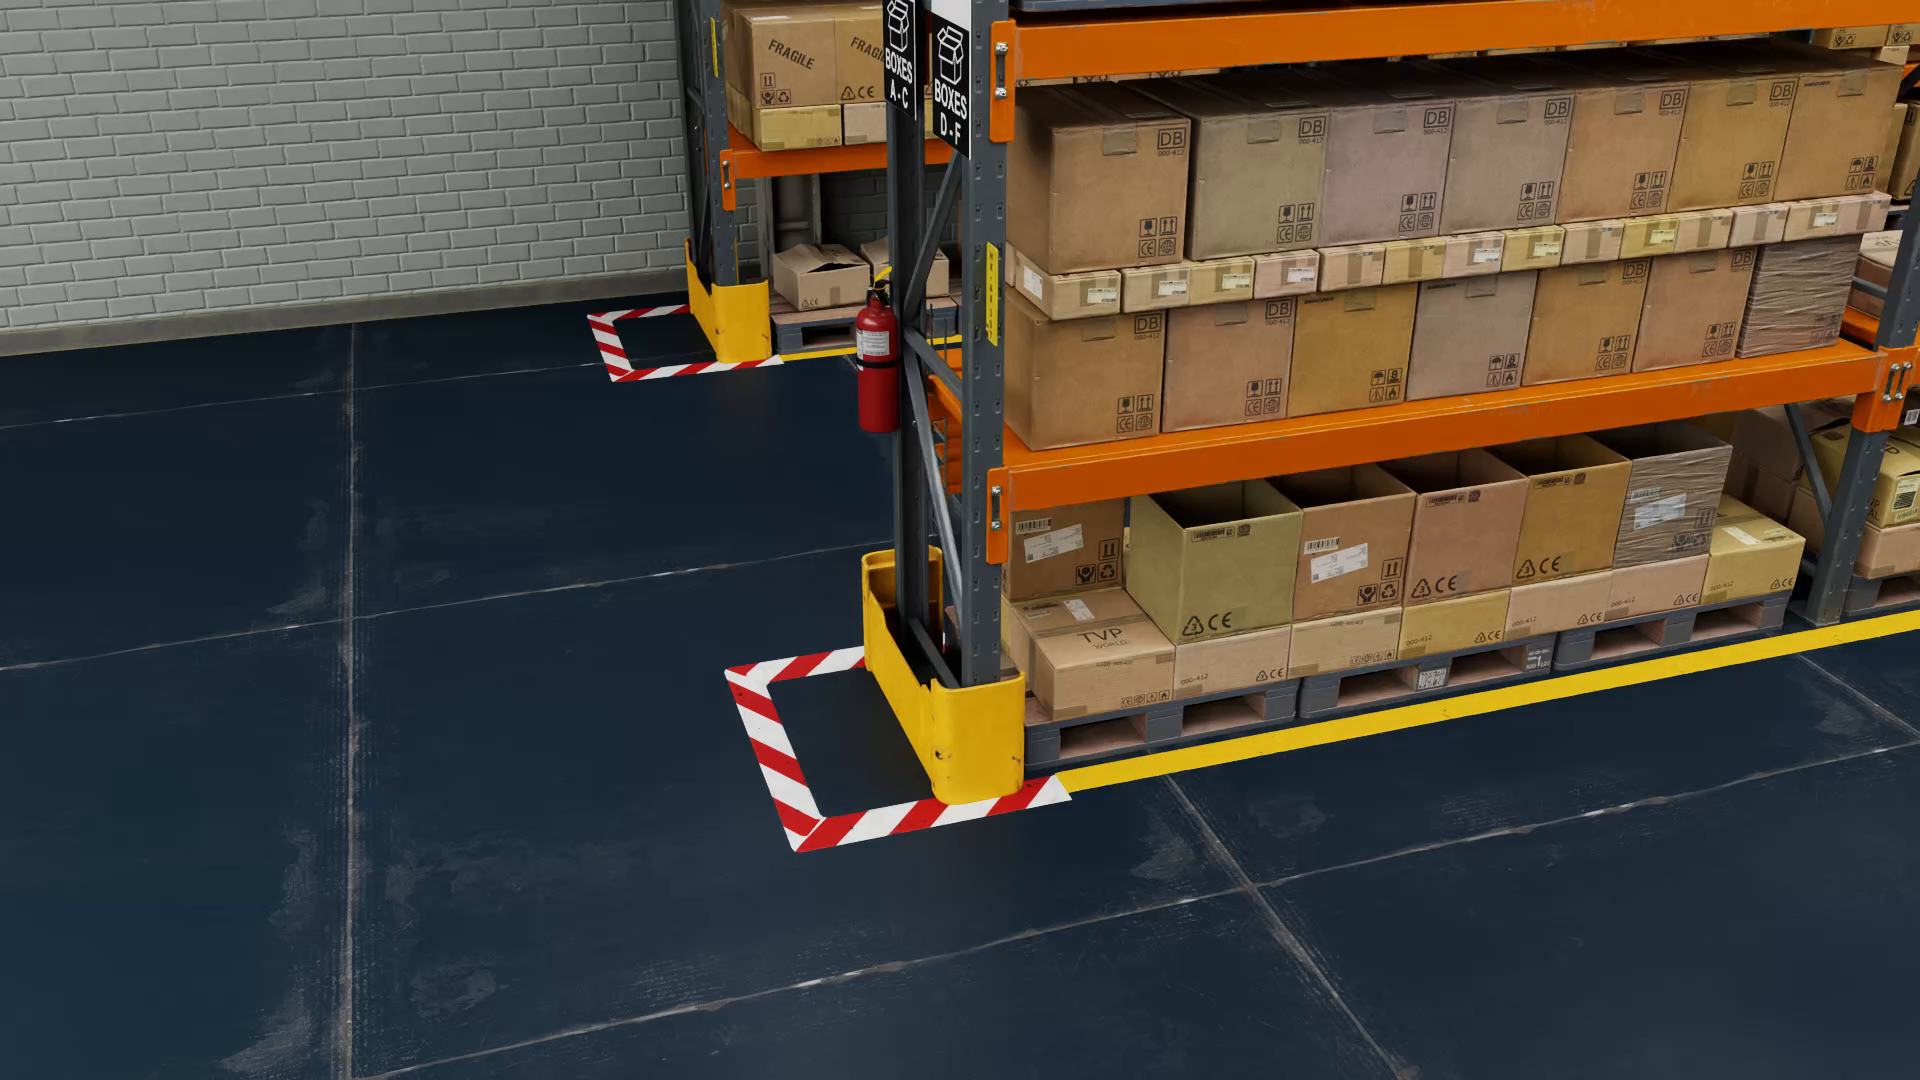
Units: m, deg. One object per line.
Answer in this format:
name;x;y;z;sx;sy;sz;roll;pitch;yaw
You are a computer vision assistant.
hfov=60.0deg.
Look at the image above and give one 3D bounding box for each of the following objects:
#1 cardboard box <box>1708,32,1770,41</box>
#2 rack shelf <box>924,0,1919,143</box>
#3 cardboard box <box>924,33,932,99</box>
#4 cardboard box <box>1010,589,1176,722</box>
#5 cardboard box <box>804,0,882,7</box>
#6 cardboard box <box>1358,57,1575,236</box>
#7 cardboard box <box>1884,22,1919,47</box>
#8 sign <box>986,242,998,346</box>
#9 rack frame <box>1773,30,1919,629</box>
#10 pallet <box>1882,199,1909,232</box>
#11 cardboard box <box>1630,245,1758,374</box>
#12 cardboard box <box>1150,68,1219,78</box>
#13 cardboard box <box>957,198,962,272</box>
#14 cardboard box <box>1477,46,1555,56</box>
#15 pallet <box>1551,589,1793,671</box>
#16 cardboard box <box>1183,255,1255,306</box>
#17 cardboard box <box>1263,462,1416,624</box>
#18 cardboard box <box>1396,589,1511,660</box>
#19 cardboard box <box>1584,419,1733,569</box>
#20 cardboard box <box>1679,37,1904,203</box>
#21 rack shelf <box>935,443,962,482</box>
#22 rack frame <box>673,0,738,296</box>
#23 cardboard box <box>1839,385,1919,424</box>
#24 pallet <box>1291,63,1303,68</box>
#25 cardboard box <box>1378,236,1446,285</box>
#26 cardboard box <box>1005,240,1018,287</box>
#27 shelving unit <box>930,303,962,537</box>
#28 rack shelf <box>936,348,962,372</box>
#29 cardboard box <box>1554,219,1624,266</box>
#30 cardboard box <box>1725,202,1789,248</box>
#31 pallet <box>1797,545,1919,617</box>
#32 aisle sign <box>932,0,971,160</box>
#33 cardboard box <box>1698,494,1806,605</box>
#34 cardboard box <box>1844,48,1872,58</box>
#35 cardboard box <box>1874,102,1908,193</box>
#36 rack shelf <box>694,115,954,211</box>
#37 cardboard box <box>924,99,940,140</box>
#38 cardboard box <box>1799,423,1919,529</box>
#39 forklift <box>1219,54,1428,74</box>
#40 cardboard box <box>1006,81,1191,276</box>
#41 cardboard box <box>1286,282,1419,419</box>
cardboard box;5.564;-3.983;12.292;0.500;0.500;0.700;-12;29;-22
rack shelf;1.840;-1.911;6.162;4.000;0.370;1.077;-8;28;-16
cardboard box;-0.086;-3.057;10.337;0.500;0.500;0.500;-9;28;-18
cardboard box;0.517;0.450;6.591;0.500;0.250;0.500;-8;28;-16
cardboard box;-0.735;-3.206;10.637;0.500;0.500;0.500;-8;27;-15
cardboard box;1.890;-1.520;6.367;0.500;0.500;0.700;-8;28;-16
cardboard box;7.049;-4.024;12.512;0.500;0.500;0.500;-7;27;-14
sign;0.104;-0.802;5.429;0.005;0.325;0.100;-8;28;-16
rack frame;3.742;-1.165;7.223;0.127;3.000;1.000;-8;28;-16
pallet;6.780;-2.637;13.325;1.213;0.211;1.003;-8;28;-16
cardboard box;2.822;-1.071;6.921;0.500;0.500;0.700;-9;28;-17
cardboard box;1.377;-3.270;10.766;0.500;0.500;0.500;-8;28;-16
cardboard box;0.341;-2.001;11.224;0.500;0.500;0.700;-10;28;-19
cardboard box;3.848;-3.734;11.791;0.500;0.500;0.700;-5;27;-9
pallet;2.972;0.176;7.658;1.213;0.211;1.003;-8;28;-16
cardboard box;0.866;-0.984;6.016;0.250;0.149;0.380;-8;28;-16
cardboard box;1.463;-0.030;6.714;0.500;0.500;0.500;-8;28;-16
cardboard box;1.944;0.244;7.006;0.500;0.250;0.500;-8;28;-16
cardboard box;2.889;-0.237;7.131;0.500;0.500;0.500;-8;28;-16
cardboard box;3.322;-1.727;6.784;0.500;0.500;0.700;-8;28;-16
rack shelf;-0.014;-0.388;8.052;0.180;0.103;0.258;-8;28;-16
rack frame;-1.599;-2.708;10.332;0.127;3.000;1.000;-8;28;-16
cardboard box;4.531;-0.624;8.123;0.500;0.311;0.500;-7;27;-15
pallet;2.976;-3.217;11.572;1.213;0.211;1.003;-8;28;-16
cardboard box;1.602;-1.091;6.232;0.250;0.149;0.380;-9;28;-17
cardboard box;0.242;-1.083;6.216;0.250;0.149;0.380;-9;28;-17
shelving unit;-0.014;-0.535;7.979;0.189;1.200;0.258;-8;28;-16
rack shelf;-0.014;-0.818;7.839;0.180;0.103;0.258;-8;28;-16
cardboard box;2.342;-1.198;6.448;0.250;0.149;0.380;-7;27;-15
cardboard box;3.065;-1.302;6.657;0.250;0.149;0.380;-9;28;-18
pallet;4.430;-0.034;8.081;1.213;0.211;1.003;-8;28;-16
aisle sign;-0.029;-1.640;5.257;0.004;0.787;0.394;-8;28;-16
cardboard box;3.368;0.035;7.427;0.500;0.250;0.500;-8;28;-16
cardboard box;6.634;-3.685;12.559;0.250;0.149;0.380;-8;27;-15
cardboard box;6.747;-3.081;13.028;0.750;0.750;0.750;-9;28;-17
rack shelf;0.302;-2.661;11.046;4.000;0.370;1.077;-8;28;-16
cardboard box;-0.062;-2.728;10.518;0.500;0.250;0.500;-9;28;-17
cardboard box;4.212;-0.324;7.519;0.500;0.311;0.500;-8;28;-16
forklift;2.156;-1.950;8.881;3.031;2.935;1.130;-15;30;-28
cardboard box;0.436;-1.306;5.936;0.500;0.500;0.700;-8;28;-16
cardboard box;1.358;-0.858;6.493;0.500;0.500;0.700;-8;28;-16
